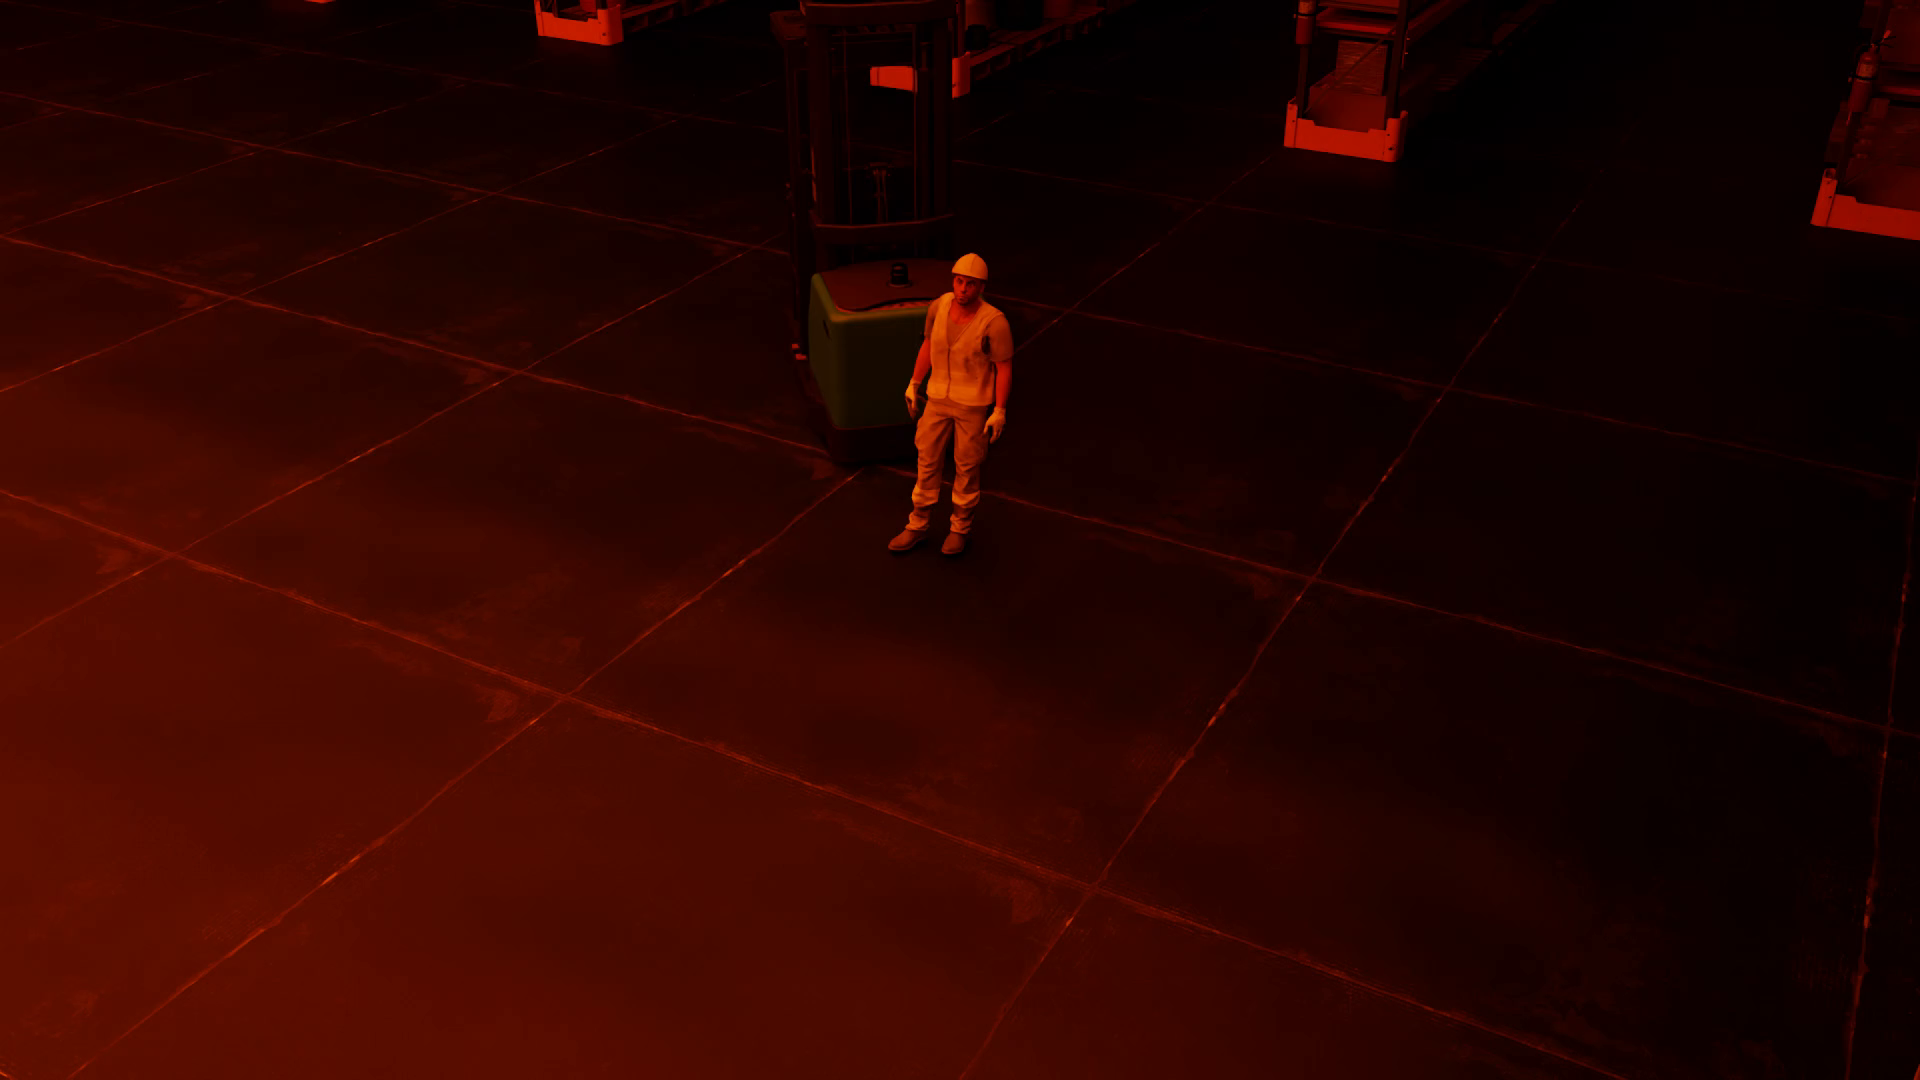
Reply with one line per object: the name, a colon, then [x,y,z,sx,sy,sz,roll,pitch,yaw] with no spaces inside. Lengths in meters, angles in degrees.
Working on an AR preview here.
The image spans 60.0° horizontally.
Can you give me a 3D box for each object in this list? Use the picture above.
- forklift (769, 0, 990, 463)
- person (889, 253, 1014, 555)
forklift: [-0.648,-2.492,11.388,1.130,2.935,3.031,-7,31,-12]
person: [-0.049,-0.748,9.494,0.638,1.789,0.560,15,33,25]
